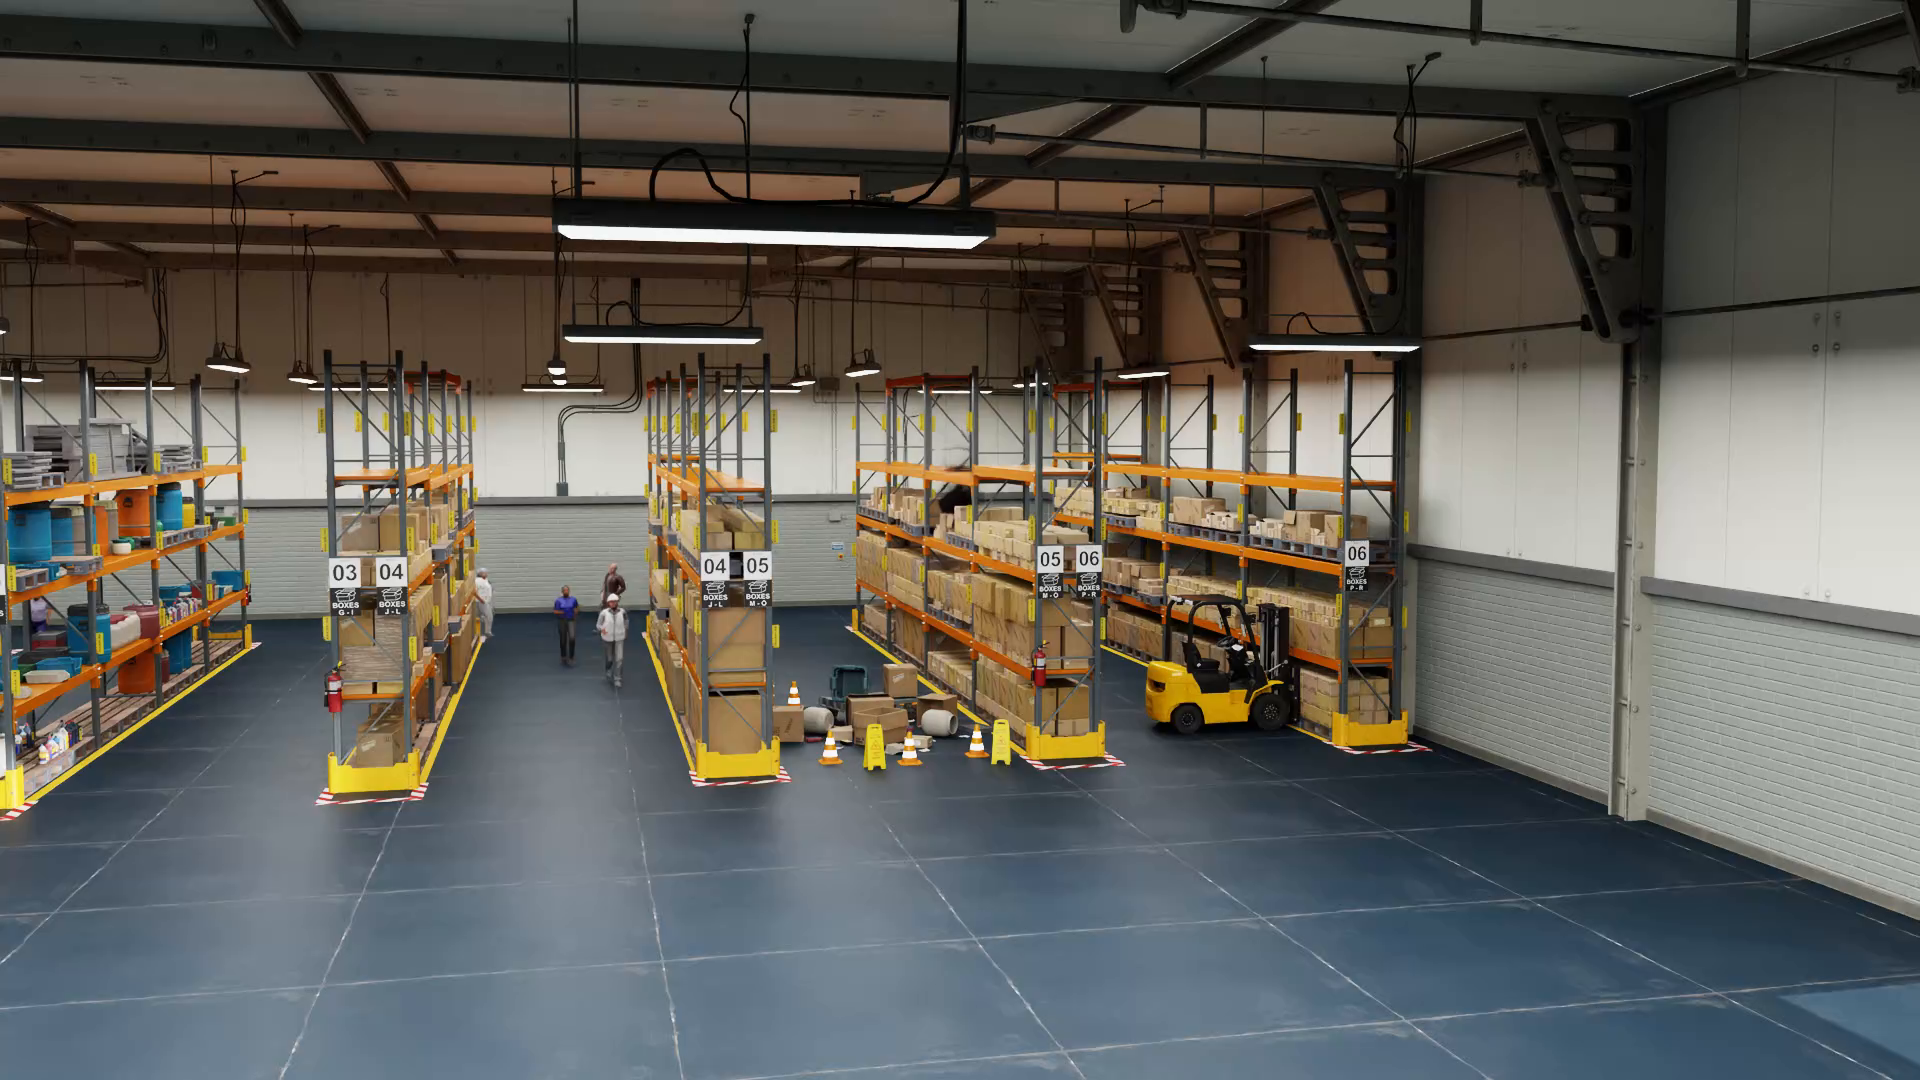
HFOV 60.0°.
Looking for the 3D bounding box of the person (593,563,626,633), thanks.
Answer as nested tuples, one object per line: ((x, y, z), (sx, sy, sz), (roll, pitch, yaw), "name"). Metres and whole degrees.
((-8.282, 1.387, 39.845), (0.749, 1.684, 0.820), (4, 5, 41), "person")

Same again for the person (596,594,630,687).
((-6.654, 1.899, 31.927), (0.648, 1.763, 0.934), (-1, 4, -17), "person")

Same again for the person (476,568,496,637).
((-11.296, 1.485, 39.271), (0.626, 1.668, 0.651), (1, 4, 12), "person")

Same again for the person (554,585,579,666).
((-8.183, 1.787, 34.616), (0.523, 1.682, 0.765), (-1, 4, -16), "person")

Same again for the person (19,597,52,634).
((-18.954, 1.824, 34.107), (0.576, 1.713, 0.765), (-1, 4, -20), "person")
